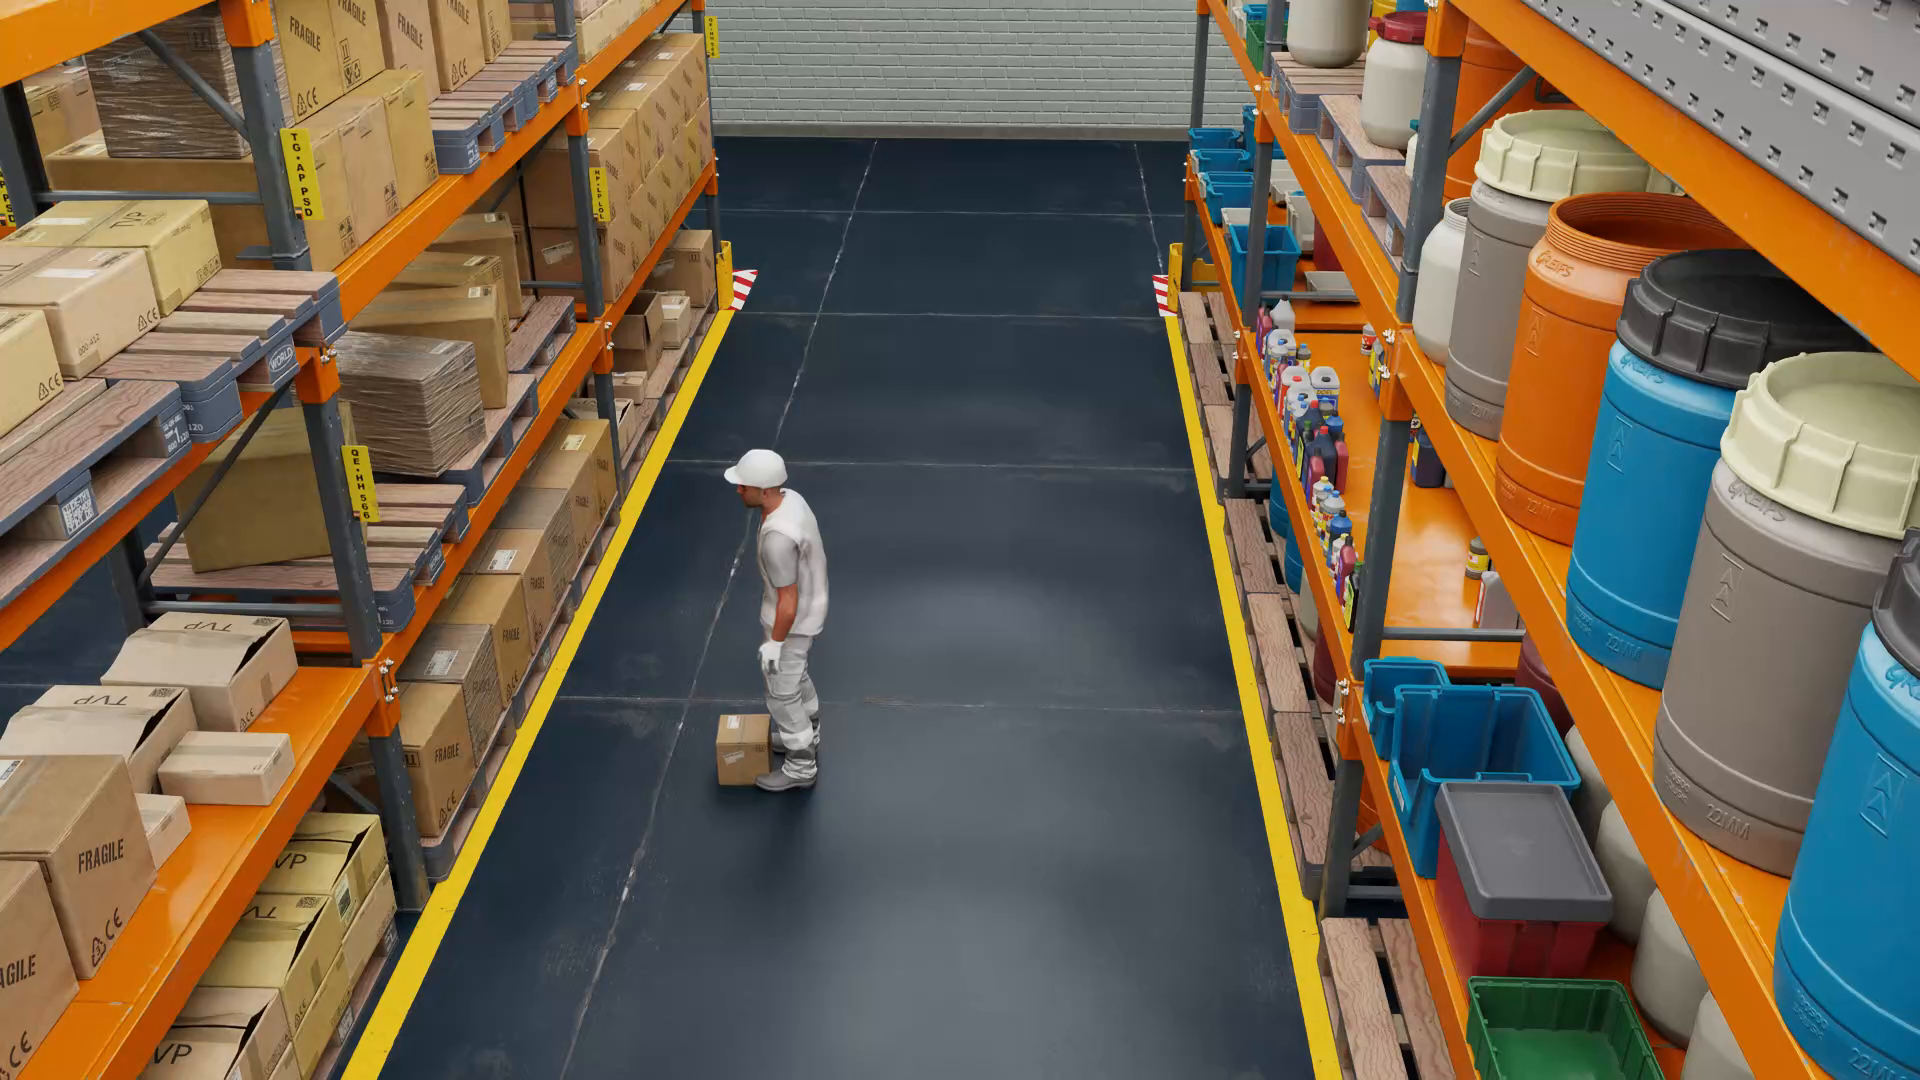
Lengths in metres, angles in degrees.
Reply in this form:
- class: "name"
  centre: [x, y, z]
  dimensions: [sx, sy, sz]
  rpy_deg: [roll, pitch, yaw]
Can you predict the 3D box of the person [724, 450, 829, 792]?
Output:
- class: "person"
  centre: [-0.842, 0.375, 7.888]
  dimensions: [0.445, 1.781, 0.622]
  rpy_deg: [0, 28, -1]
